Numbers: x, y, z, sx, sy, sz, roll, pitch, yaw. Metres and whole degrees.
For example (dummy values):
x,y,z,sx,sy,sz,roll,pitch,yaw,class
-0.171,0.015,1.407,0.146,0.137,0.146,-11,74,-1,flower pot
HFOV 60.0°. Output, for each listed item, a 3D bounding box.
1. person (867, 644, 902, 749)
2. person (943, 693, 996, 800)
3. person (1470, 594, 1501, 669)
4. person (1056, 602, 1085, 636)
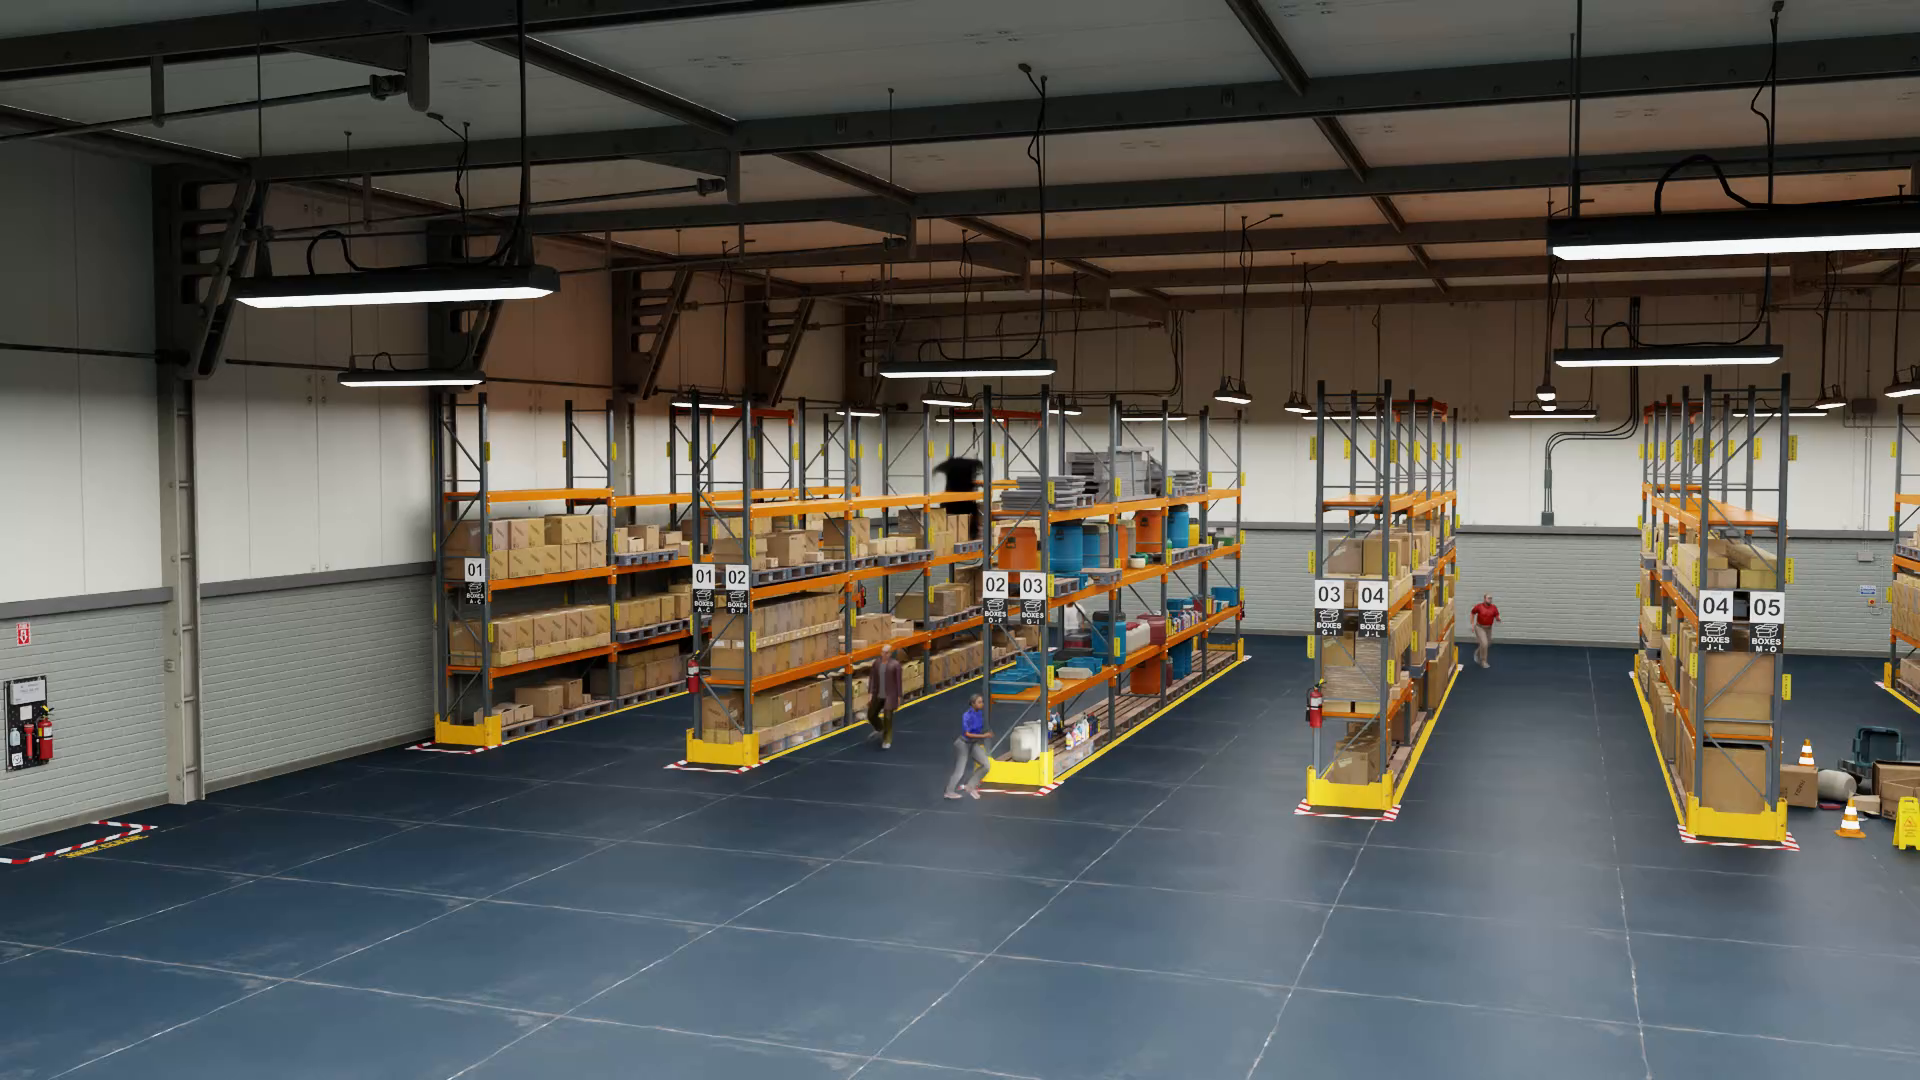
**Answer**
x,y,z,sx,sy,sz,roll,pitch,yaw,class
-1.286,2.617,28.120,0.757,1.755,0.662,1,3,25,person
0.152,2.952,23.715,0.907,1.572,0.566,2,4,38,person
12.196,2.093,38.635,0.637,1.711,0.996,-1,3,-13,person
2.579,2.073,38.974,0.690,1.709,0.619,1,3,15,person
